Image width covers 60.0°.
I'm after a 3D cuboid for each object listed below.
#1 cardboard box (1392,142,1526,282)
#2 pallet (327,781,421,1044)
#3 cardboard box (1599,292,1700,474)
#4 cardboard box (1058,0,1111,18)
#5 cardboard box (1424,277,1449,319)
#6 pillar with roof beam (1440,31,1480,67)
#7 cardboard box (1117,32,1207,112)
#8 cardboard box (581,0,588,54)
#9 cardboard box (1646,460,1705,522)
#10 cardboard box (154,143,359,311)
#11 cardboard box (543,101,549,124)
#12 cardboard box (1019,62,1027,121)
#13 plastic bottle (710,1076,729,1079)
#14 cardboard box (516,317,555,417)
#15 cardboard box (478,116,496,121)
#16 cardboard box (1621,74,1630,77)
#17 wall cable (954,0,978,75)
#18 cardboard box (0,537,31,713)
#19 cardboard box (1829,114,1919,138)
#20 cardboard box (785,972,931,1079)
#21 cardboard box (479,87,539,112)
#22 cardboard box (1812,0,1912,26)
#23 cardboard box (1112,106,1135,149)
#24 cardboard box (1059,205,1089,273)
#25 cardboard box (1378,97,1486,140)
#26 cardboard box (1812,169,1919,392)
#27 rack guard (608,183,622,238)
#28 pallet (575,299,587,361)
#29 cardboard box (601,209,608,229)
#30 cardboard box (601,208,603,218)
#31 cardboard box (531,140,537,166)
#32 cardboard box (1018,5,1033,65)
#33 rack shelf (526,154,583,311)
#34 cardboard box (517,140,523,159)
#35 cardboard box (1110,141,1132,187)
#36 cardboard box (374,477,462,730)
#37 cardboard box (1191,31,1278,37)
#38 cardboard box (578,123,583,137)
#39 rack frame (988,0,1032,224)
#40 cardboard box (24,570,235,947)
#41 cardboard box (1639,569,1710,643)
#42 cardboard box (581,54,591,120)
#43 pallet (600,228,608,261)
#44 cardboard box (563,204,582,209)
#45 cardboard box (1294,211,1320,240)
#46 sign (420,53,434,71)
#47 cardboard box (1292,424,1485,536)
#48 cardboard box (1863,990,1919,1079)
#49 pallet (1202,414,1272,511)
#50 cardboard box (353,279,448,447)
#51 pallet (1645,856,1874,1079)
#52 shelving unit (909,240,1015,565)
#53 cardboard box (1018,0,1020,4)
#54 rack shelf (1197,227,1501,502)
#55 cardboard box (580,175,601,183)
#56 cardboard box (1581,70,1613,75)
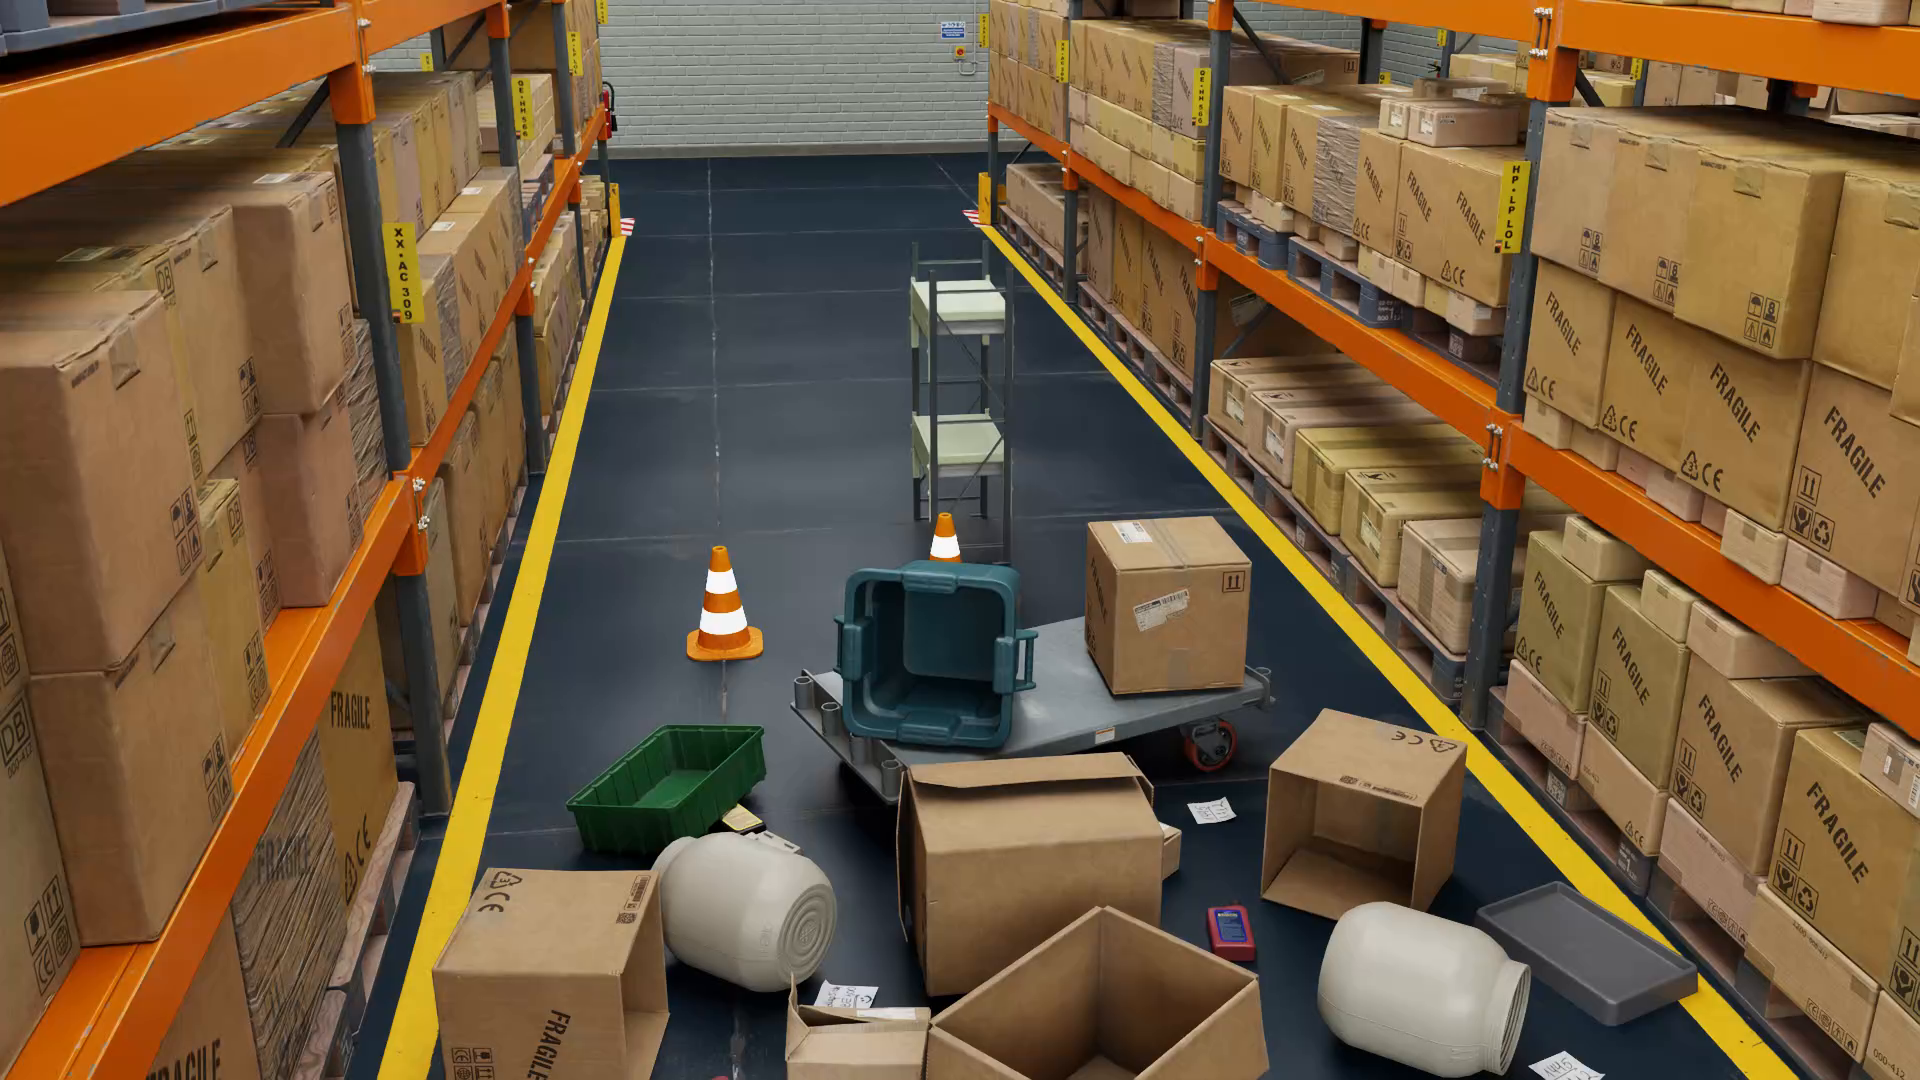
[{"bbox_3d":[2.163,-1.382,6.961,0.500,0.500,0.500,-3,21,-7],"label":"cardboard box"},{"bbox_3d":[-2.322,1.179,5.257,1.003,0.211,1.213,-3,21,-8],"label":"pallet"},{"bbox_3d":[2.412,-0.526,5.270,0.500,0.500,0.500,-3,21,-8],"label":"cardboard box"},{"bbox_3d":[1.017,-4.358,13.599,0.380,0.149,0.250,-3,21,-9],"label":"cardboard box"},{"bbox_3d":[2.161,-1.014,6.904,0.380,0.149,0.250,-4,21,-9],"label":"cardboard box"},{"bbox_3d":[1.954,-8.658,19.035,9.100,9.000,0.400,-3,21,-8],"label":"pillar with roof beam"},{"bbox_3d":[1.406,-3.270,11.612,0.500,0.500,0.500,-3,21,-9],"label":"cardboard box"},{"bbox_3d":[-3.536,-4.520,14.533,0.500,0.500,0.500,-4,21,-10],"label":"cardboard box"},{"bbox_3d":[2.415,-0.173,5.252,0.380,0.149,0.250,-2,21,-6],"label":"cardboard box"},{"bbox_3d":[-2.432,-1.081,5.752,0.700,0.500,0.500,-3,21,-9],"label":"cardboard box"},{"bbox_3d":[-3.183,-3.078,12.003,0.380,0.149,0.250,-2,21,-5],"label":"cardboard box"},{"bbox_3d":[0.829,-4.177,15.469,0.500,0.500,0.500,-2,21,-6],"label":"cardboard box"},{"bbox_3d":[-0.687,1.534,4.522,0.283,0.061,0.133,-11,23,-26],"label":"plastic bottle"},{"bbox_3d":[-2.781,-1.063,10.247,0.500,0.500,0.500,-4,21,-10],"label":"cardboard box"},{"bbox_3d":[-2.847,-2.400,9.762,0.380,0.149,0.250,-3,21,-9],"label":"cardboard box"},{"bbox_3d":[6.404,-4.128,15.270,0.500,0.250,0.500,-3,21,-8],"label":"cardboard box"},{"bbox_3d":[-0.036,-7.275,22.412,0.585,1.953,0.123,-3,21,-8],"label":"wall cable"},{"bbox_3d":[-1.964,0.098,2.408,0.875,0.550,0.550,-3,21,-8],"label":"cardboard box"},{"bbox_3d":[6.392,-2.791,11.516,0.500,0.250,0.500,-4,21,-10],"label":"cardboard box"},{"bbox_3d":[-0.284,1.389,4.618,0.396,0.266,0.258,1,20,2],"label":"cardboard box"},{"bbox_3d":[-3.112,-3.034,11.461,0.380,0.149,0.250,-4,21,-10],"label":"cardboard box"},{"bbox_3d":[2.431,-1.395,4.237,0.380,0.149,0.250,-3,21,-9],"label":"cardboard box"},{"bbox_3d":[1.385,-2.916,11.736,0.500,0.250,0.500,-4,21,-9],"label":"cardboard box"},{"bbox_3d":[1.392,-2.668,14.634,0.875,0.438,0.875,-3,21,-9],"label":"cardboard box"},{"bbox_3d":[2.064,-1.846,7.276,0.380,0.149,0.250,-4,21,-10],"label":"cardboard box"},{"bbox_3d":[2.641,-0.641,4.149,0.700,0.500,0.500,-3,21,-8],"label":"cardboard box"},{"bbox_3d":[-4.073,-3.352,16.976,1.175,0.500,0.348,-3,21,-8],"label":"rack guard"},{"bbox_3d":[-3.394,-1.588,12.667,1.003,0.211,1.213,-3,21,-8],"label":"pallet"},{"bbox_3d":[-3.665,-3.155,16.350,0.380,0.149,0.250,-2,21,-6],"label":"cardboard box"},{"bbox_3d":[-3.649,-3.201,16.050,0.380,0.149,0.250,-4,21,-10],"label":"cardboard box"},{"bbox_3d":[-3.025,-2.572,11.075,0.380,0.149,0.250,-4,21,-10],"label":"cardboard box"},{"bbox_3d":[0.823,-4.639,15.279,0.500,0.500,0.500,-3,21,-8],"label":"cardboard box"},{"bbox_3d":[-3.219,-2.135,11.173,1.077,0.370,4.000,-3,21,-8],"label":"rack shelf"},{"bbox_3d":[-2.922,-2.448,10.318,0.380,0.149,0.250,-3,21,-8],"label":"cardboard box"},{"bbox_3d":[1.375,-2.682,11.824,0.500,0.250,0.500,-3,21,-9],"label":"cardboard box"},{"bbox_3d":[-2.533,0.252,6.368,1.050,0.750,0.750,-3,21,-8],"label":"cardboard box"},{"bbox_3d":[1.914,-3.288,11.661,0.500,0.500,0.500,-3,21,-7],"label":"cardboard box"},{"bbox_3d":[-3.431,-3.521,14.216,0.380,0.149,0.250,-3,21,-7],"label":"cardboard box"},{"bbox_3d":[0.800,-4.834,17.371,1.000,3.000,0.127,-3,21,-8],"label":"rack frame"},{"bbox_3d":[-1.933,0.405,3.131,0.875,0.550,0.550,-3,21,-8],"label":"cardboard box"},{"bbox_3d":[2.382,0.199,5.226,0.380,0.149,0.250,-2,21,-6],"label":"cardboard box"},{"bbox_3d":[-3.445,-3.882,14.254,0.500,0.500,0.500,-3,21,-9],"label":"cardboard box"},{"bbox_3d":[-3.991,-2.933,16.268,1.003,0.211,1.213,-3,21,-8],"label":"pallet"},{"bbox_3d":[-3.556,-2.889,14.788,0.380,0.149,0.250,-4,21,-10],"label":"cardboard box"},{"bbox_3d":[1.948,-1.649,8.602,0.380,0.149,0.250,-2,21,-5],"label":"cardboard box"},{"bbox_3d":[-4.043,-3.540,12.669,0.100,0.325,0.005,-3,21,-8],"label":"sign"},{"bbox_3d":[2.242,-0.316,8.429,0.950,0.372,0.625,-2,21,-6],"label":"cardboard box"},{"bbox_3d":[2.656,1.351,4.141,0.500,0.250,0.500,-3,21,-8],"label":"cardboard box"},{"bbox_3d":[2.064,-0.487,9.718,1.003,0.211,1.213,-3,21,-8],"label":"pallet"},{"bbox_3d":[-2.164,-0.637,5.991,0.500,0.500,0.500,-3,21,-7],"label":"cardboard box"},{"bbox_3d":[2.840,1.281,4.984,1.003,0.211,1.213,-3,21,-8],"label":"pallet"},{"bbox_3d":[0.001,-0.700,8.448,0.431,1.500,0.755,-3,21,-8],"label":"shelving unit"},{"bbox_3d":[0.749,-5.066,15.494,0.380,0.149,0.250,-3,21,-7],"label":"cardboard box"},{"bbox_3d":[2.241,-1.034,8.227,1.077,0.370,4.000,-3,21,-8],"label":"rack shelf"},{"bbox_3d":[-3.757,-3.518,16.474,0.380,0.149,0.250,-3,21,-7],"label":"cardboard box"},{"bbox_3d":[5.827,-4.280,15.677,0.500,0.250,0.500,-3,21,-8],"label":"cardboard box"}]
